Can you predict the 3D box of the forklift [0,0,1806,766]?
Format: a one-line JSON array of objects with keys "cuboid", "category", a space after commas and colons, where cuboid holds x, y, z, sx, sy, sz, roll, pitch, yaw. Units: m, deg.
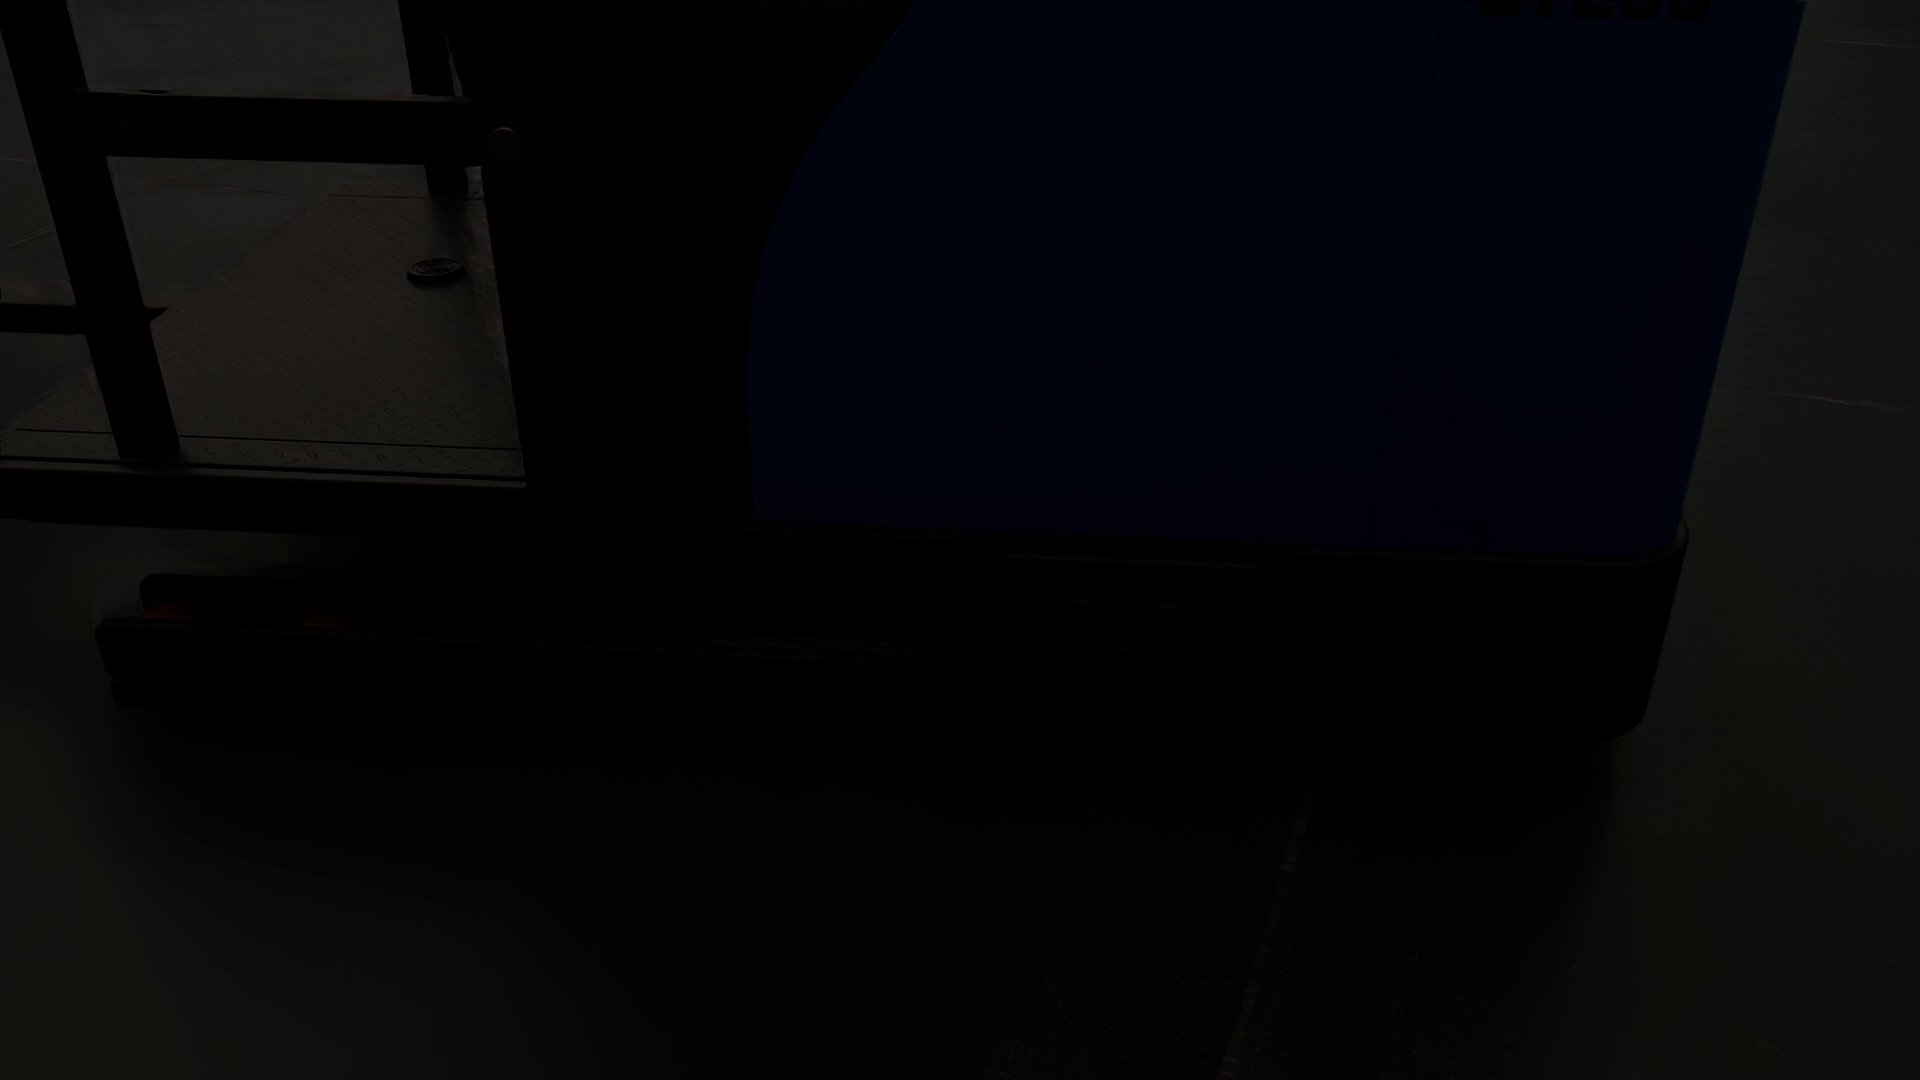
[{"cuboid": [-0.642, -1.295, 1.813, 3.031, 2.935, 1.130, 2, 30, 4], "category": "forklift"}]
